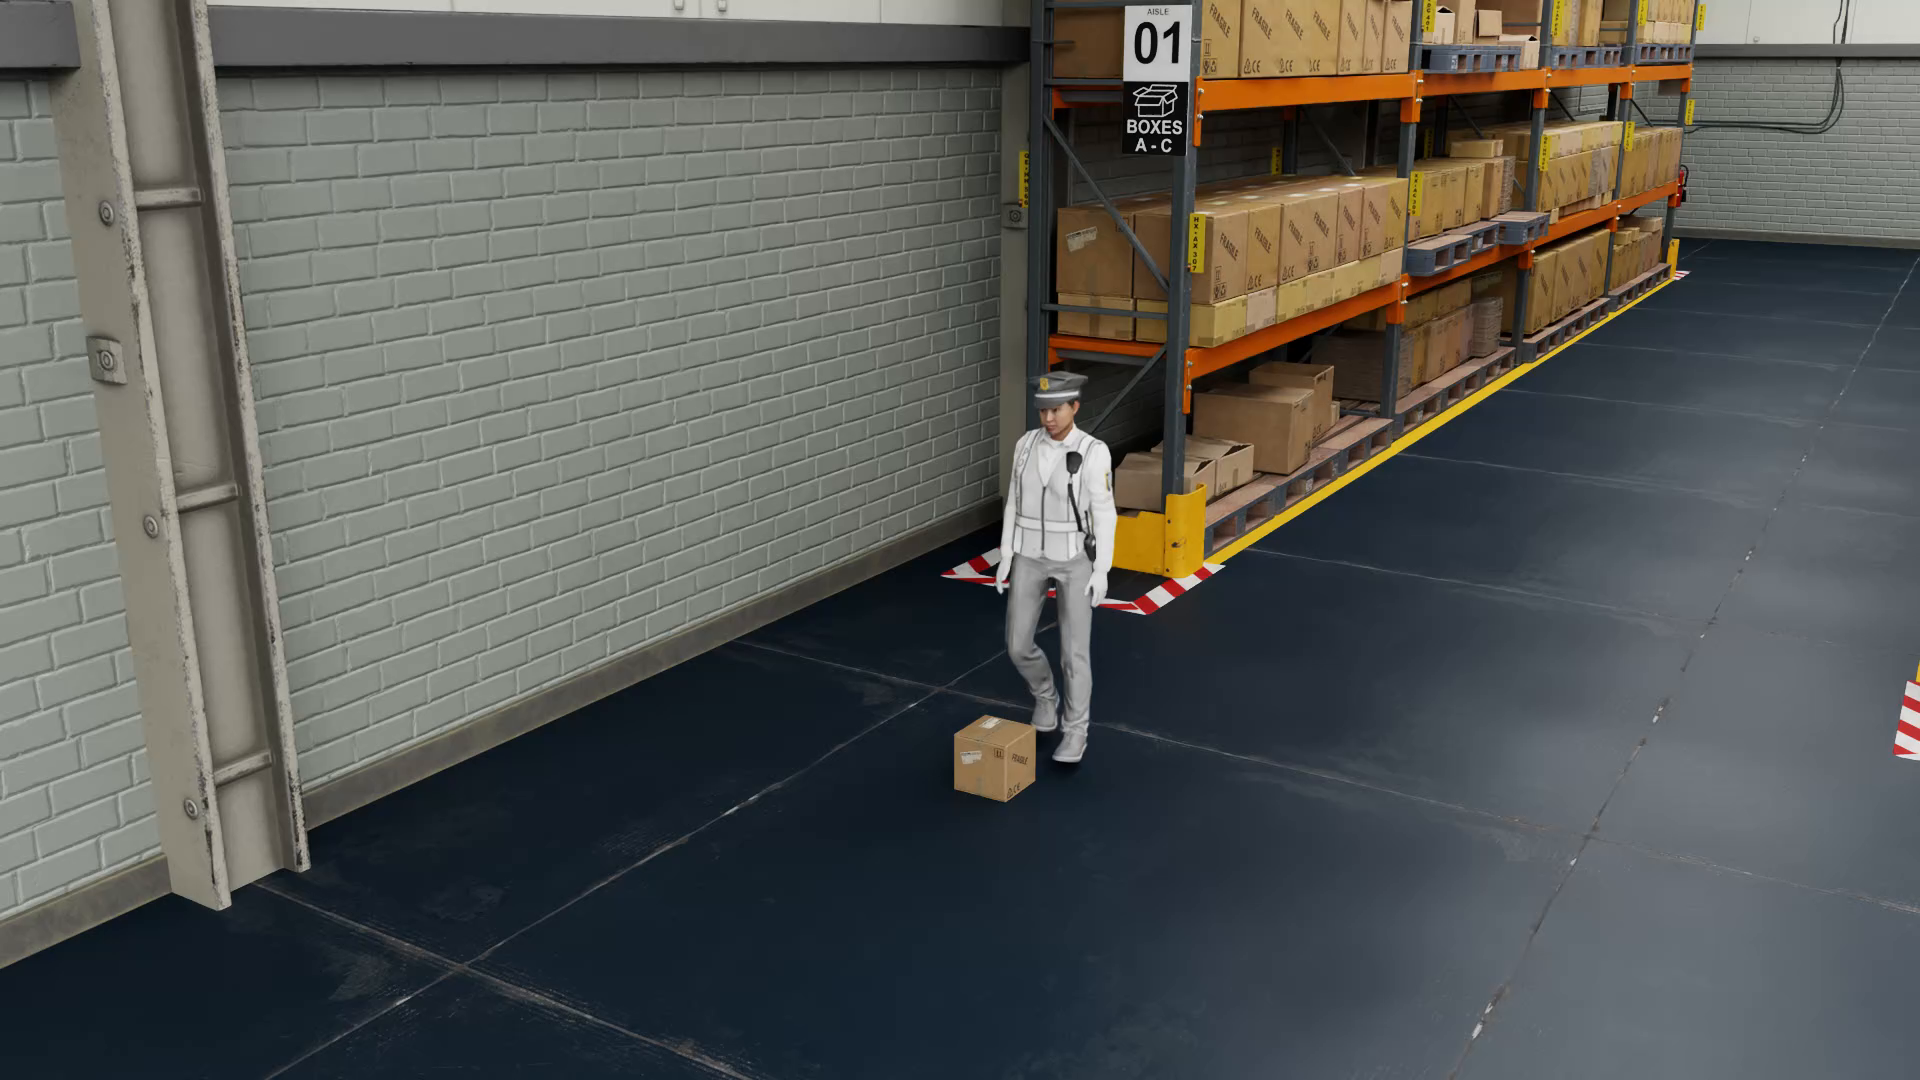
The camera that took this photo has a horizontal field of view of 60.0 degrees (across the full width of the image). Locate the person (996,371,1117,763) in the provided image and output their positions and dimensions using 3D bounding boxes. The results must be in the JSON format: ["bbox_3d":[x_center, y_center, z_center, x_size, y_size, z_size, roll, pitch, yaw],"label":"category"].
[{"bbox_3d":[0.409,0.105,7.114,0.503,1.663,0.461,7,18,24],"label":"person"}]
